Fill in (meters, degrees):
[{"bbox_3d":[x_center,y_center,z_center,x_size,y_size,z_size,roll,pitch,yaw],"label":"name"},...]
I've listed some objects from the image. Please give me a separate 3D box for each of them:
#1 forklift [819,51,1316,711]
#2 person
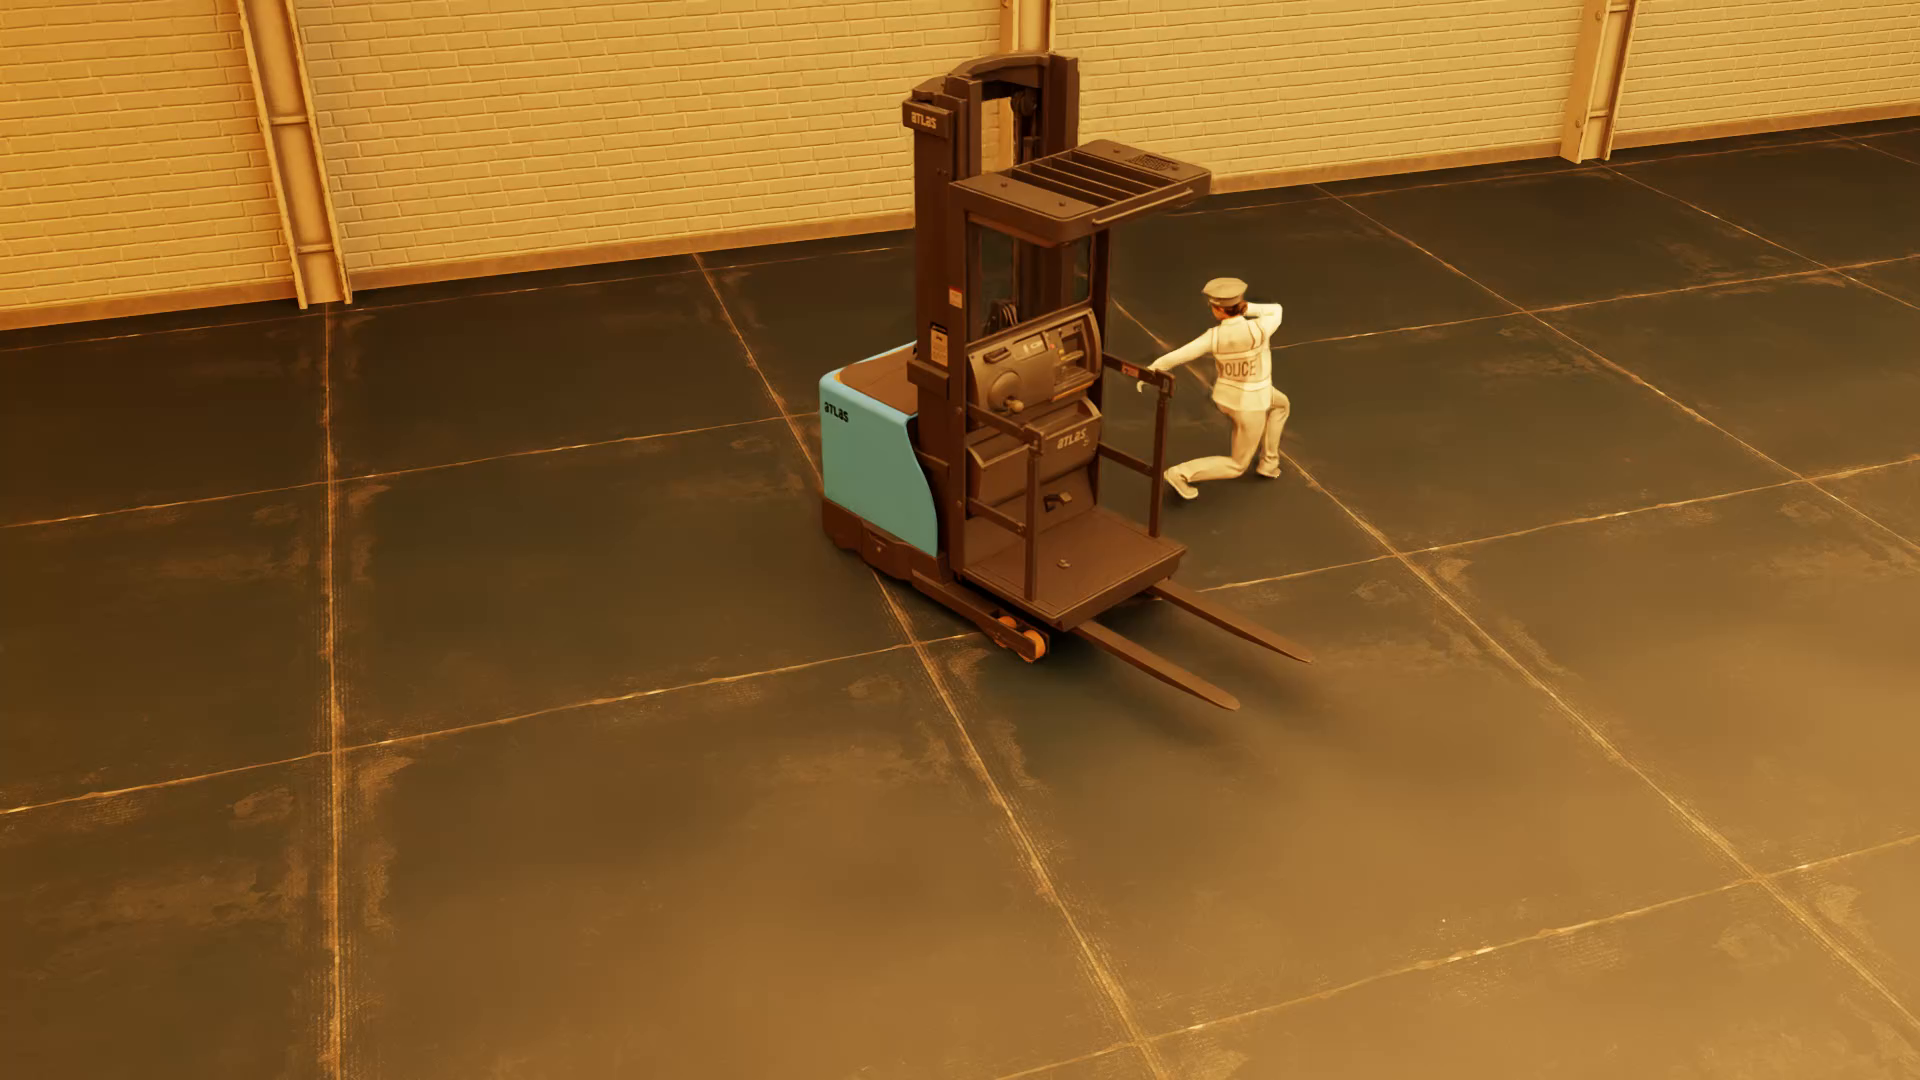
[{"bbox_3d":[0.549,-0.909,8.667,1.130,2.935,3.031,-25,38,-36],"label":"forklift"},{"bbox_3d":[1.604,-0.965,10.343,0.934,1.416,0.744,-22,37,-33],"label":"person"}]
